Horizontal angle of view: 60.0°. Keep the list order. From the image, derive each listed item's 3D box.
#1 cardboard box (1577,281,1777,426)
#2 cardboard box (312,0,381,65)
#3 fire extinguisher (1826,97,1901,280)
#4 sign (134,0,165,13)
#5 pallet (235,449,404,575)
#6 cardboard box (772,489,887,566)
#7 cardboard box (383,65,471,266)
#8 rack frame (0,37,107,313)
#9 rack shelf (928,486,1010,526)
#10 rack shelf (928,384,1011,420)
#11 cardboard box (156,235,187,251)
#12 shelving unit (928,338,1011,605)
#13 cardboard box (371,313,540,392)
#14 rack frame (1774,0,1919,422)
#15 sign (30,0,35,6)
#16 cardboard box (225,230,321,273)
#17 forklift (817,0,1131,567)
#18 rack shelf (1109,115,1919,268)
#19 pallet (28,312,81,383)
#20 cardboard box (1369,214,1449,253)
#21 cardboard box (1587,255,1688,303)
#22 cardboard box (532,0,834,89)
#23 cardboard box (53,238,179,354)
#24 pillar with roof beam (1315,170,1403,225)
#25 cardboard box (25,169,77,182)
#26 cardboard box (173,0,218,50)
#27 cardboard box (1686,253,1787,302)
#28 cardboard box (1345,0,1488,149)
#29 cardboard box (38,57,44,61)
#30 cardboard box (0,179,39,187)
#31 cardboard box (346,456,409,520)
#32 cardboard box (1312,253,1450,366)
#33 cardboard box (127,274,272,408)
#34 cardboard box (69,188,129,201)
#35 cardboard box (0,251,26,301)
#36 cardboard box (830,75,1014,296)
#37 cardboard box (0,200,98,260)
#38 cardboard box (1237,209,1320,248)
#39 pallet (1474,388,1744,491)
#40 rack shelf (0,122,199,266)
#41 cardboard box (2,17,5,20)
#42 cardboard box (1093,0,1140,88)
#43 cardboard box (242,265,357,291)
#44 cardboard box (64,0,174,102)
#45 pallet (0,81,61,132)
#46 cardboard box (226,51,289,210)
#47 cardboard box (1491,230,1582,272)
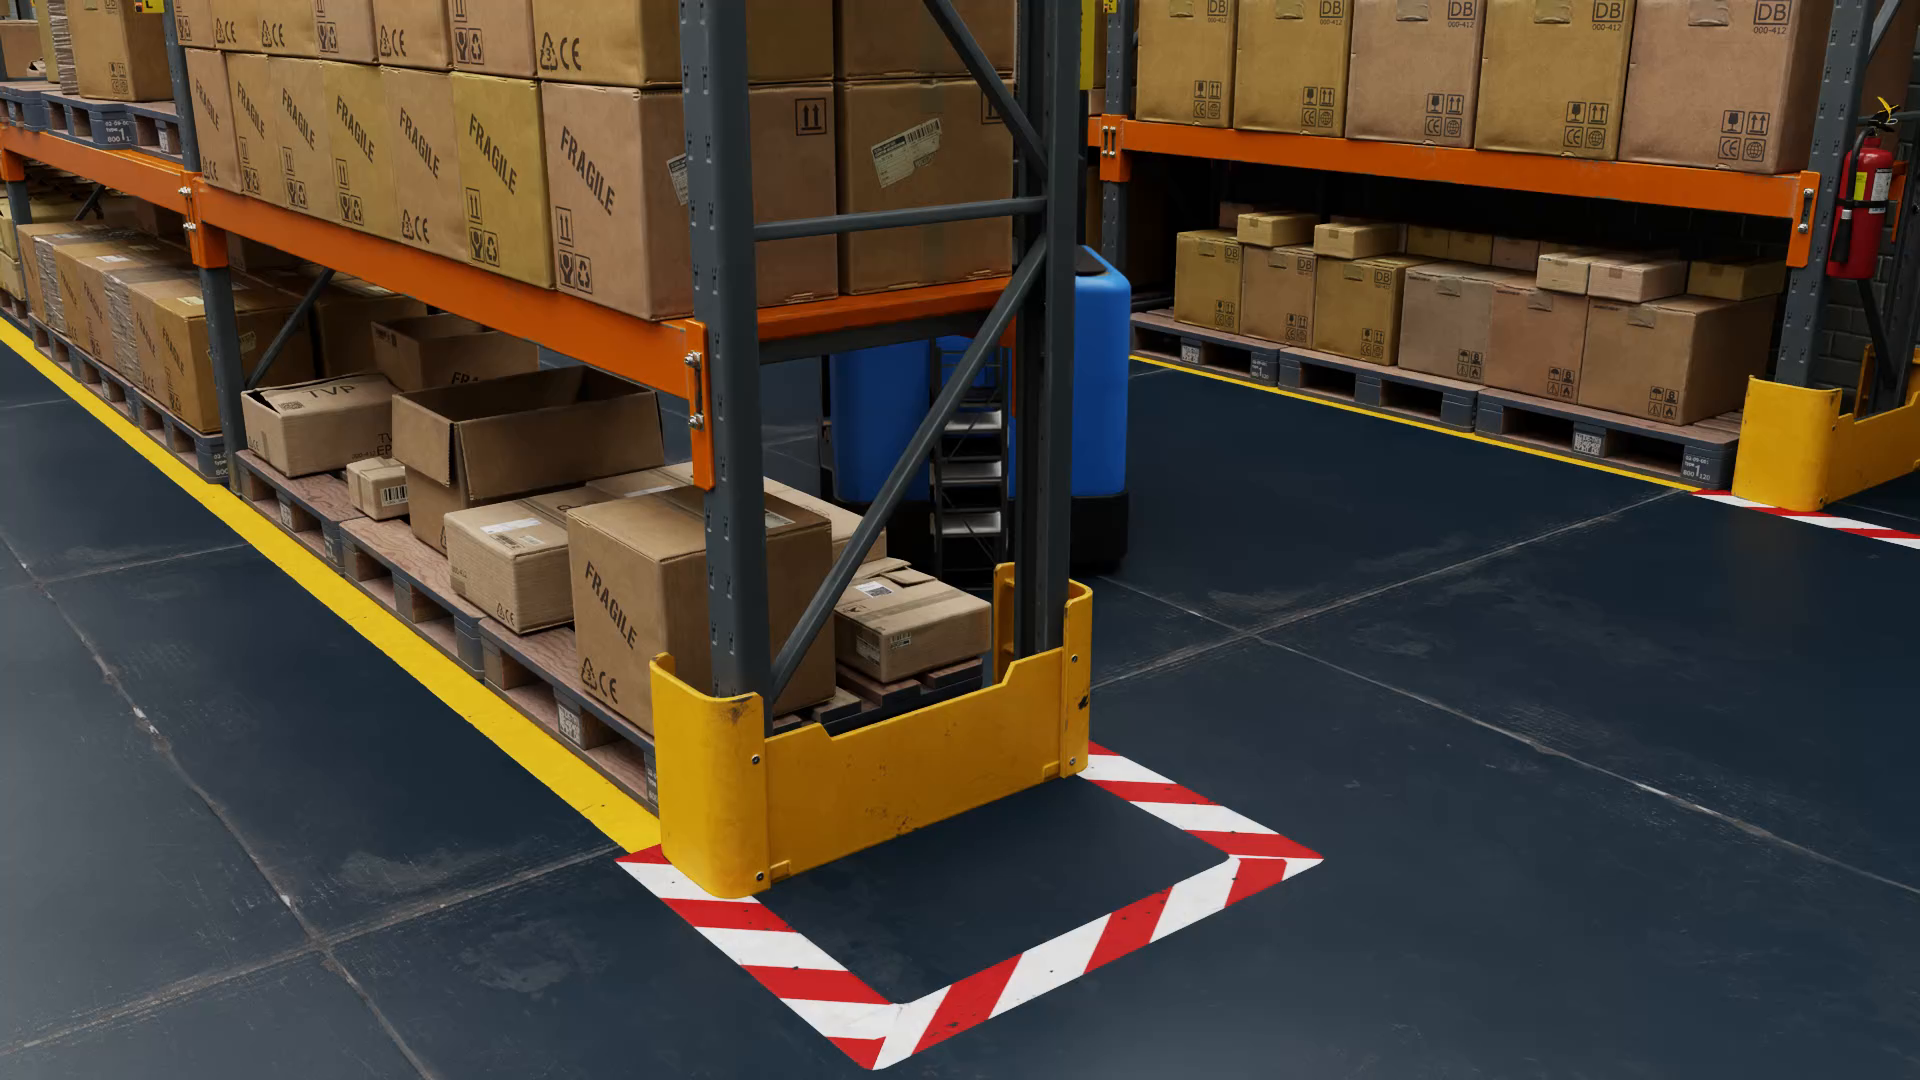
[{"bbox_3d":[3.224,-0.855,7.480,0.700,0.500,0.500,-14,23,-36],"label":"cardboard box"},{"bbox_3d":[-1.594,-1.677,4.906,0.500,0.500,0.500,-13,22,-34],"label":"cardboard box"},{"bbox_3d":[3.469,-1.348,6.378,0.296,0.674,0.183,-14,23,-36],"label":"fire extinguisher"},{"bbox_3d":[-3.060,-2.147,6.234,0.100,0.325,0.005,-14,23,-36],"label":"sign"},{"bbox_3d":[-2.202,-0.214,6.672,1.003,0.211,1.213,-14,23,-36],"label":"pallet"},{"bbox_3d":[-0.569,0.063,5.076,0.500,0.250,0.500,-14,23,-36],"label":"cardboard box"},{"bbox_3d":[-1.265,-1.077,4.685,0.500,0.500,0.500,-14,23,-36],"label":"cardboard box"},{"bbox_3d":[-5.111,-2.693,9.722,1.000,3.000,0.127,-14,23,-36],"label":"rack frame"},{"bbox_3d":[0.029,-0.117,5.677,0.258,0.077,0.200,-2,18,-5],"label":"rack shelf"},{"bbox_3d":[0.029,-0.459,5.563,0.258,0.077,0.200,-2,18,-5],"label":"rack shelf"},{"bbox_3d":[-4.025,-1.403,9.103,0.500,0.500,0.500,-15,24,-38],"label":"cardboard box"},{"bbox_3d":[0.029,-0.234,5.638,0.258,0.900,0.210,-2,18,-5],"label":"shelving unit"},{"bbox_3d":[-2.051,-0.644,6.813,0.500,0.500,0.500,-14,23,-36],"label":"cardboard box"},{"bbox_3d":[3.737,-1.689,6.692,1.000,3.000,0.127,-14,23,-36],"label":"rack frame"},{"bbox_3d":[-7.175,-4.299,12.856,0.100,0.325,0.005,-14,23,-36],"label":"sign"},{"bbox_3d":[-3.357,-1.498,8.199,0.500,0.250,0.500,-14,23,-36],"label":"cardboard box"},{"bbox_3d":[-0.059,-1.708,6.859,1.130,2.935,3.031,-2,18,-5],"label":"forklift"},{"bbox_3d":[2.495,-1.840,8.293,1.077,0.370,4.000,-14,23,-36],"label":"rack shelf"},{"bbox_3d":[-4.677,-1.177,9.583,1.003,0.211,1.213,-14,23,-36],"label":"pallet"},{"bbox_3d":[2.352,-1.609,8.726,0.380,0.149,0.250,-14,23,-36],"label":"cardboard box"},{"bbox_3d":[3.002,-1.159,7.367,0.380,0.149,0.250,-14,23,-37],"label":"cardboard box"},{"bbox_3d":[-0.636,-1.299,3.765,0.500,0.500,0.500,-14,23,-37],"label":"cardboard box"},{"bbox_3d":[-4.415,-1.294,8.776,0.500,0.500,0.500,-14,23,-37],"label":"cardboard box"},{"bbox_3d":[-1.008,-4.679,6.177,9.100,9.000,0.400,-14,23,-36],"label":"pillar with roof beam"},{"bbox_3d":[-6.482,-2.544,12.088,0.500,0.311,0.500,-14,23,-36],"label":"cardboard box"},{"bbox_3d":[-2.555,-2.058,6.056,0.500,0.500,0.500,-13,22,-35],"label":"cardboard box"},{"bbox_3d":[3.459,-1.171,7.403,0.380,0.149,0.250,-14,23,-36],"label":"cardboard box"},{"bbox_3d":[2.486,-2.322,8.126,0.980,0.700,0.700,-15,24,-39],"label":"cardboard box"},{"bbox_3d":[-5.514,-2.909,10.516,0.500,0.311,0.500,-14,23,-37],"label":"cardboard box"},{"bbox_3d":[-6.578,-2.310,11.379,0.500,0.311,0.500,-13,22,-35],"label":"cardboard box"},{"bbox_3d":[-1.991,-0.214,6.044,0.380,0.166,0.250,-14,23,-36],"label":"cardboard box"},{"bbox_3d":[2.264,-1.232,8.619,0.700,0.500,0.500,-13,23,-35],"label":"cardboard box"},{"bbox_3d":[-3.459,-0.918,7.641,0.500,0.500,0.500,-14,23,-36],"label":"cardboard box"},{"bbox_3d":[-5.539,-2.167,10.949,0.500,0.311,0.500,-15,23,-37],"label":"cardboard box"},{"bbox_3d":[-5.629,-1.669,10.336,0.500,0.250,0.500,-13,23,-35],"label":"cardboard box"},{"bbox_3d":[-0.213,-0.930,4.239,0.500,0.500,0.500,-13,23,-35],"label":"cardboard box"},{"bbox_3d":[-5.629,-1.934,10.245,0.500,0.311,0.500,-13,22,-35],"label":"cardboard box"},{"bbox_3d":[1.707,-1.671,8.914,0.380,0.149,0.250,-13,22,-34],"label":"cardboard box"},{"bbox_3d":[3.179,-0.547,7.679,1.003,0.211,1.213,-14,23,-36],"label":"pallet"},{"bbox_3d":[-3.869,-1.858,8.347,1.077,0.370,4.000,-14,23,-36],"label":"rack shelf"},{"bbox_3d":[-7.875,-3.834,13.010,0.700,0.500,0.500,-15,23,-38],"label":"cardboard box"},{"bbox_3d":[0.769,-2.937,9.798,0.500,0.500,0.500,-14,23,-37],"label":"cardboard box"},{"bbox_3d":[-3.077,-1.025,7.963,0.500,0.500,0.500,-14,23,-35],"label":"cardboard box"},{"bbox_3d":[-3.773,-2.377,7.942,0.500,0.500,0.700,13,23,35],"label":"cardboard box"},{"bbox_3d":[-4.635,-2.448,9.289,1.213,0.211,1.003,-14,23,-36],"label":"pallet"},{"bbox_3d":[-2.204,-1.450,5.811,0.500,0.500,0.500,-13,23,-35],"label":"cardboard box"},{"bbox_3d":[2.830,-1.420,8.155,0.380,0.149,0.250,-14,23,-35],"label":"cardboard box"}]
